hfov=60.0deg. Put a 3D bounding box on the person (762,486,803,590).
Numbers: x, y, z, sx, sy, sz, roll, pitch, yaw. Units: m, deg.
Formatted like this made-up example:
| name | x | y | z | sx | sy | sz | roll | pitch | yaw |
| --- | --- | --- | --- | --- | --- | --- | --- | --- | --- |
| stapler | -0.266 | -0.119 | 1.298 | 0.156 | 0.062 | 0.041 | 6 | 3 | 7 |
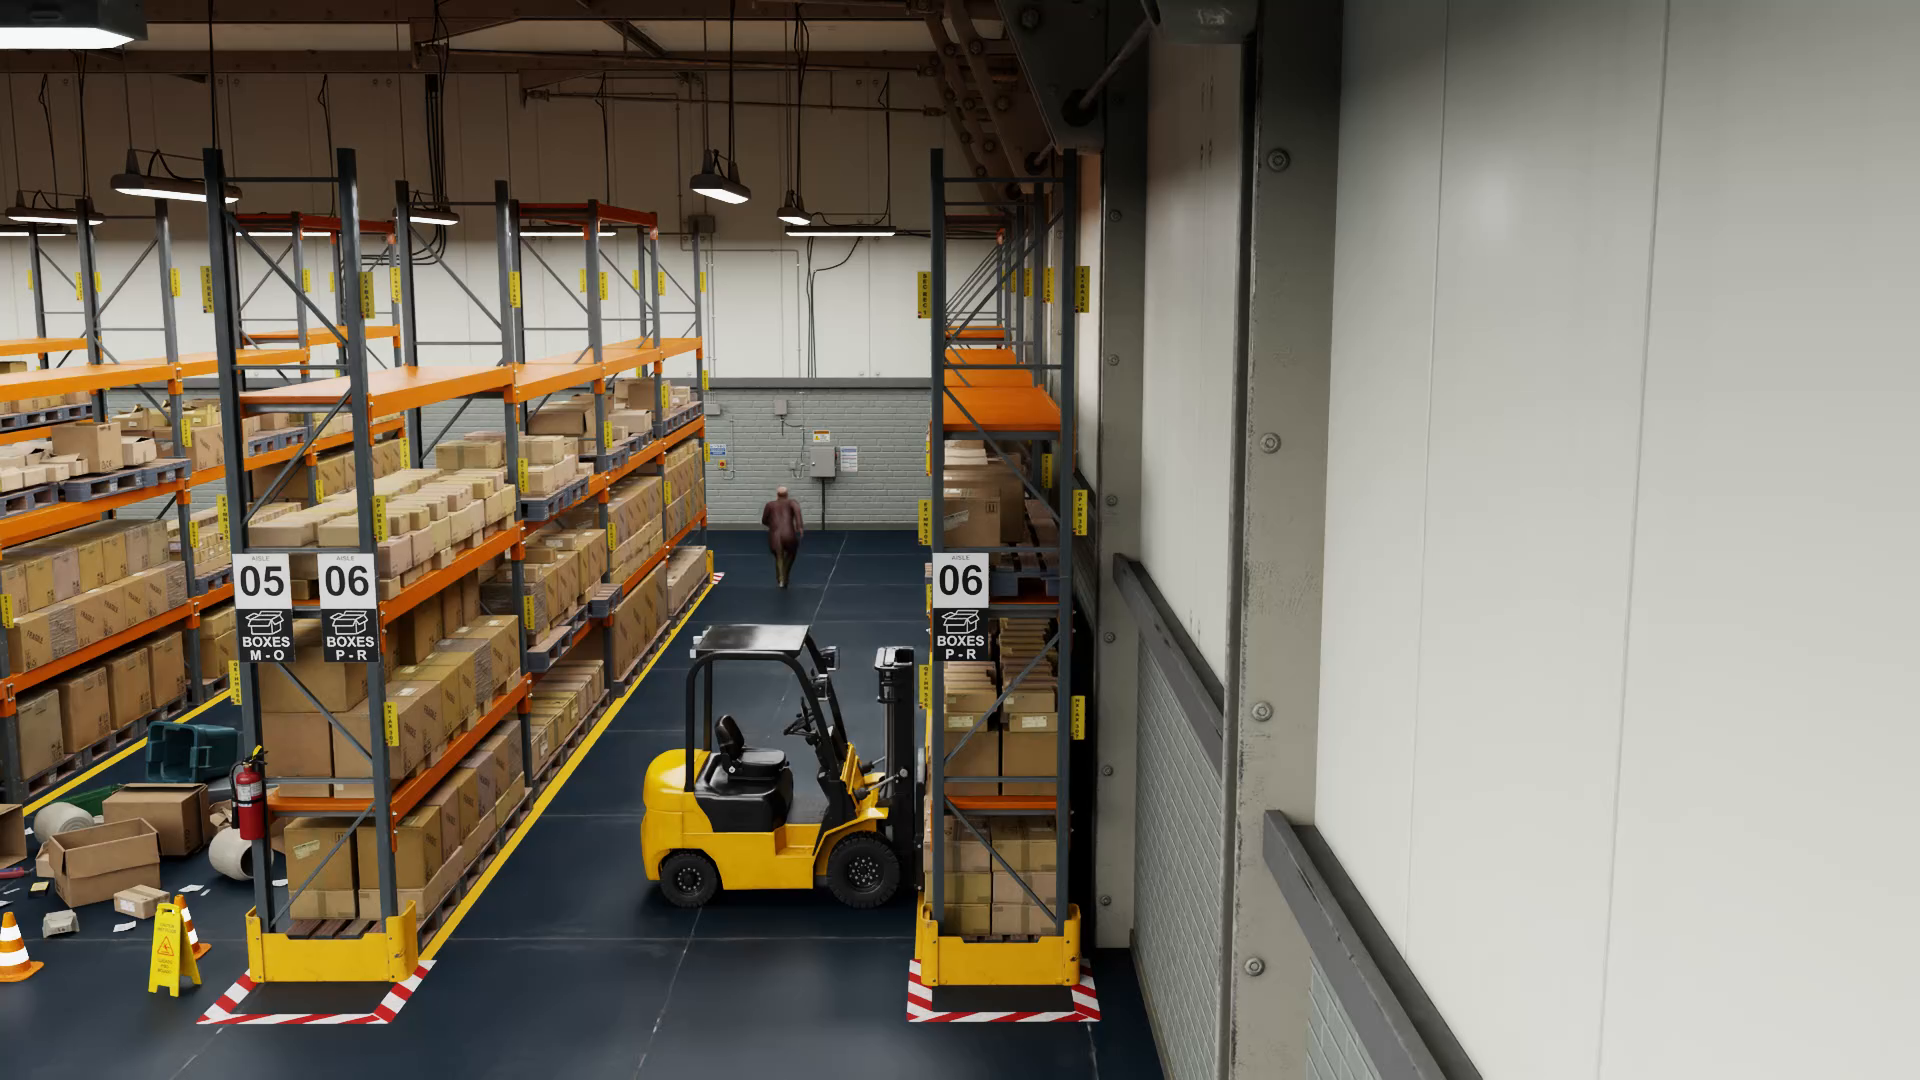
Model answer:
| name | x | y | z | sx | sy | sz | roll | pitch | yaw |
| --- | --- | --- | --- | --- | --- | --- | --- | --- | --- |
| person | -2.877 | -0.021 | 26.877 | 0.727 | 1.618 | 1.164 | 0 | 9 | 3 |
